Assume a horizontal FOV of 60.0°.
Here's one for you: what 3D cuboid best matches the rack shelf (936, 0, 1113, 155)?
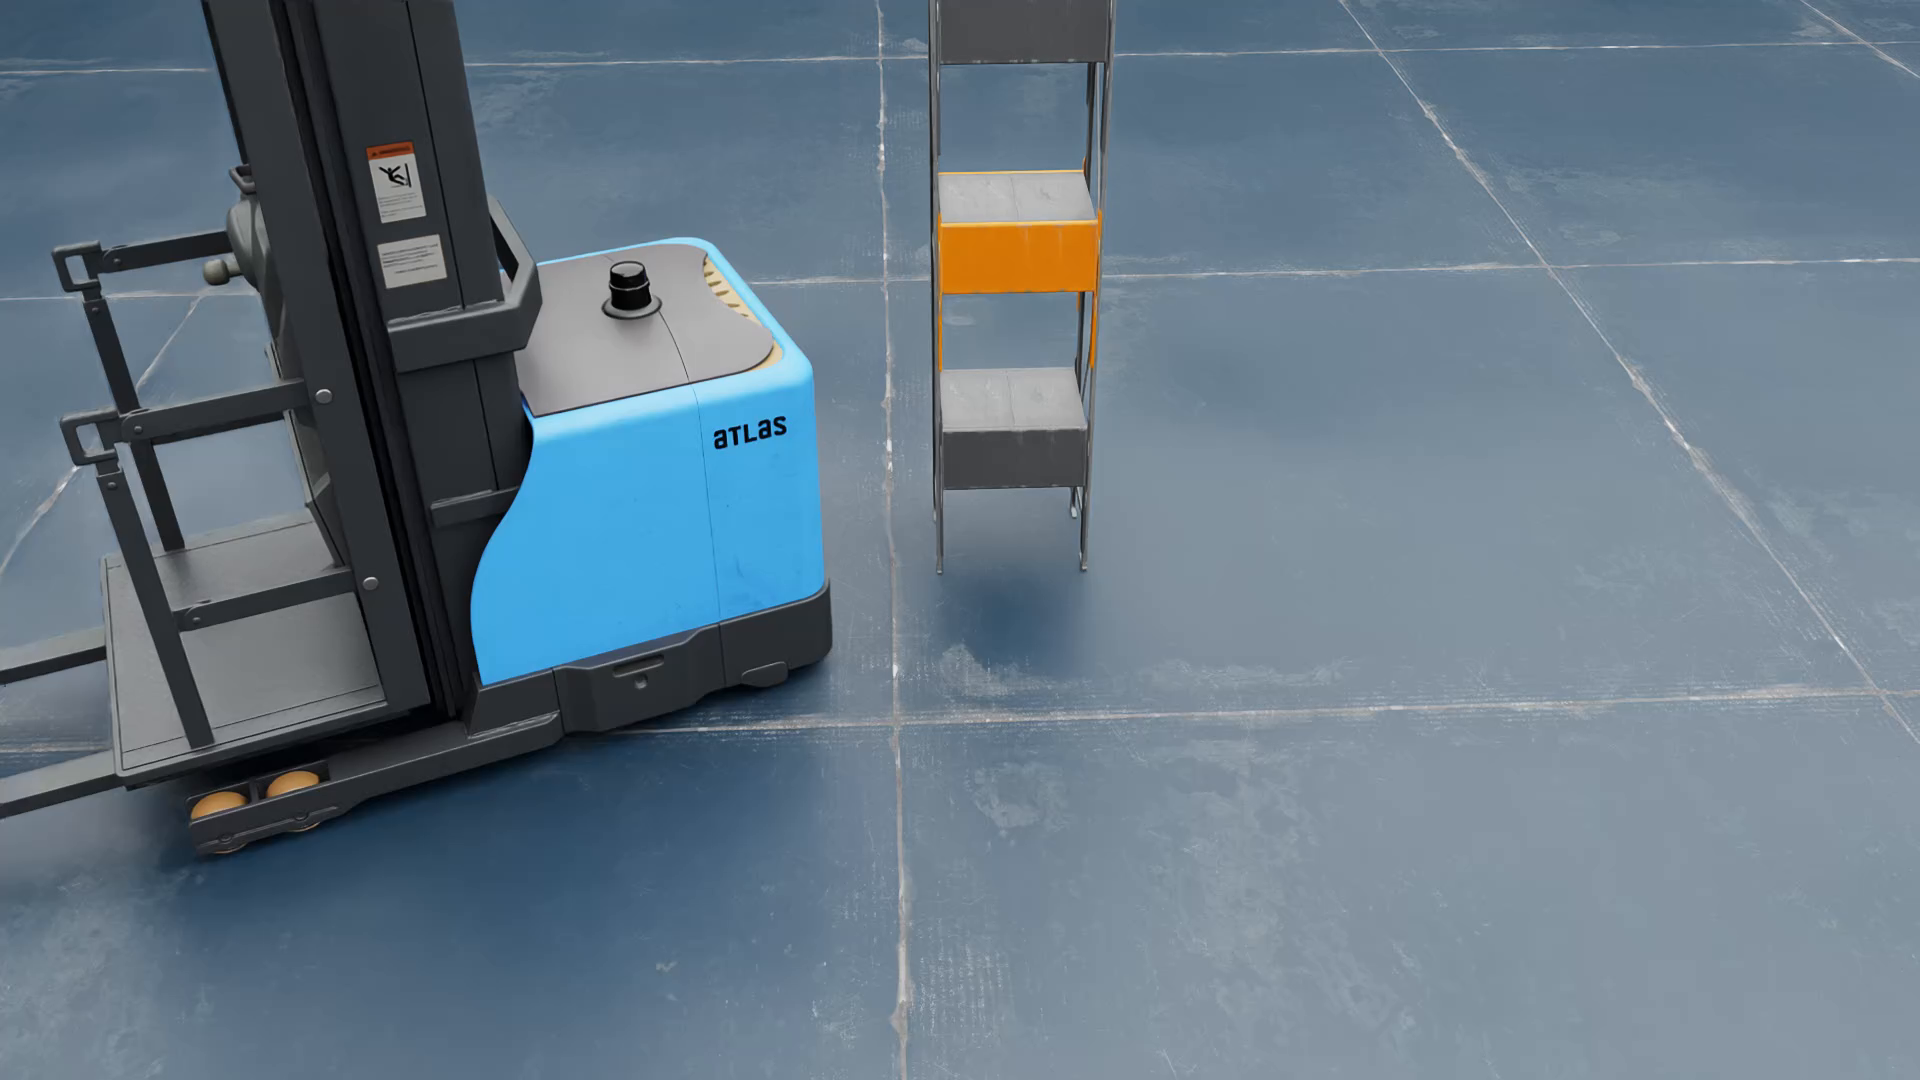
[{"bbox_3d":[0.165,-1.432,4.768,0.480,0.518,0.431,-2,35,-2],"label":"rack shelf"}]

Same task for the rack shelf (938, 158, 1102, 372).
[{"bbox_3d":[0.165,-0.857,5.167,0.480,0.518,0.431,-2,35,-2],"label":"rack shelf"}]

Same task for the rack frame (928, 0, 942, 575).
[{"bbox_3d":[-0.078,-0.861,5.149,0.015,2.100,0.400,-2,35,-2],"label":"rack frame"}]

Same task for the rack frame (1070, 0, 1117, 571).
[{"bbox_3d":[0.409,-0.874,5.168,0.015,2.100,0.400,-2,35,-2],"label":"rack frame"}]

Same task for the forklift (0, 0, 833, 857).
[{"bbox_3d":[-1.953,-0.698,4.182,3.031,2.935,1.130,-15,37,-20],"label":"forklift"}]

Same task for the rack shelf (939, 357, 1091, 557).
[{"bbox_3d":[0.165,-0.281,5.565,0.480,0.518,0.431,-2,35,-2],"label":"rack shelf"}]

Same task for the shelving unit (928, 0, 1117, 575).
[{"bbox_3d":[0.165,-0.868,5.159,0.503,2.100,0.431,-2,35,-2],"label":"shelving unit"}]
